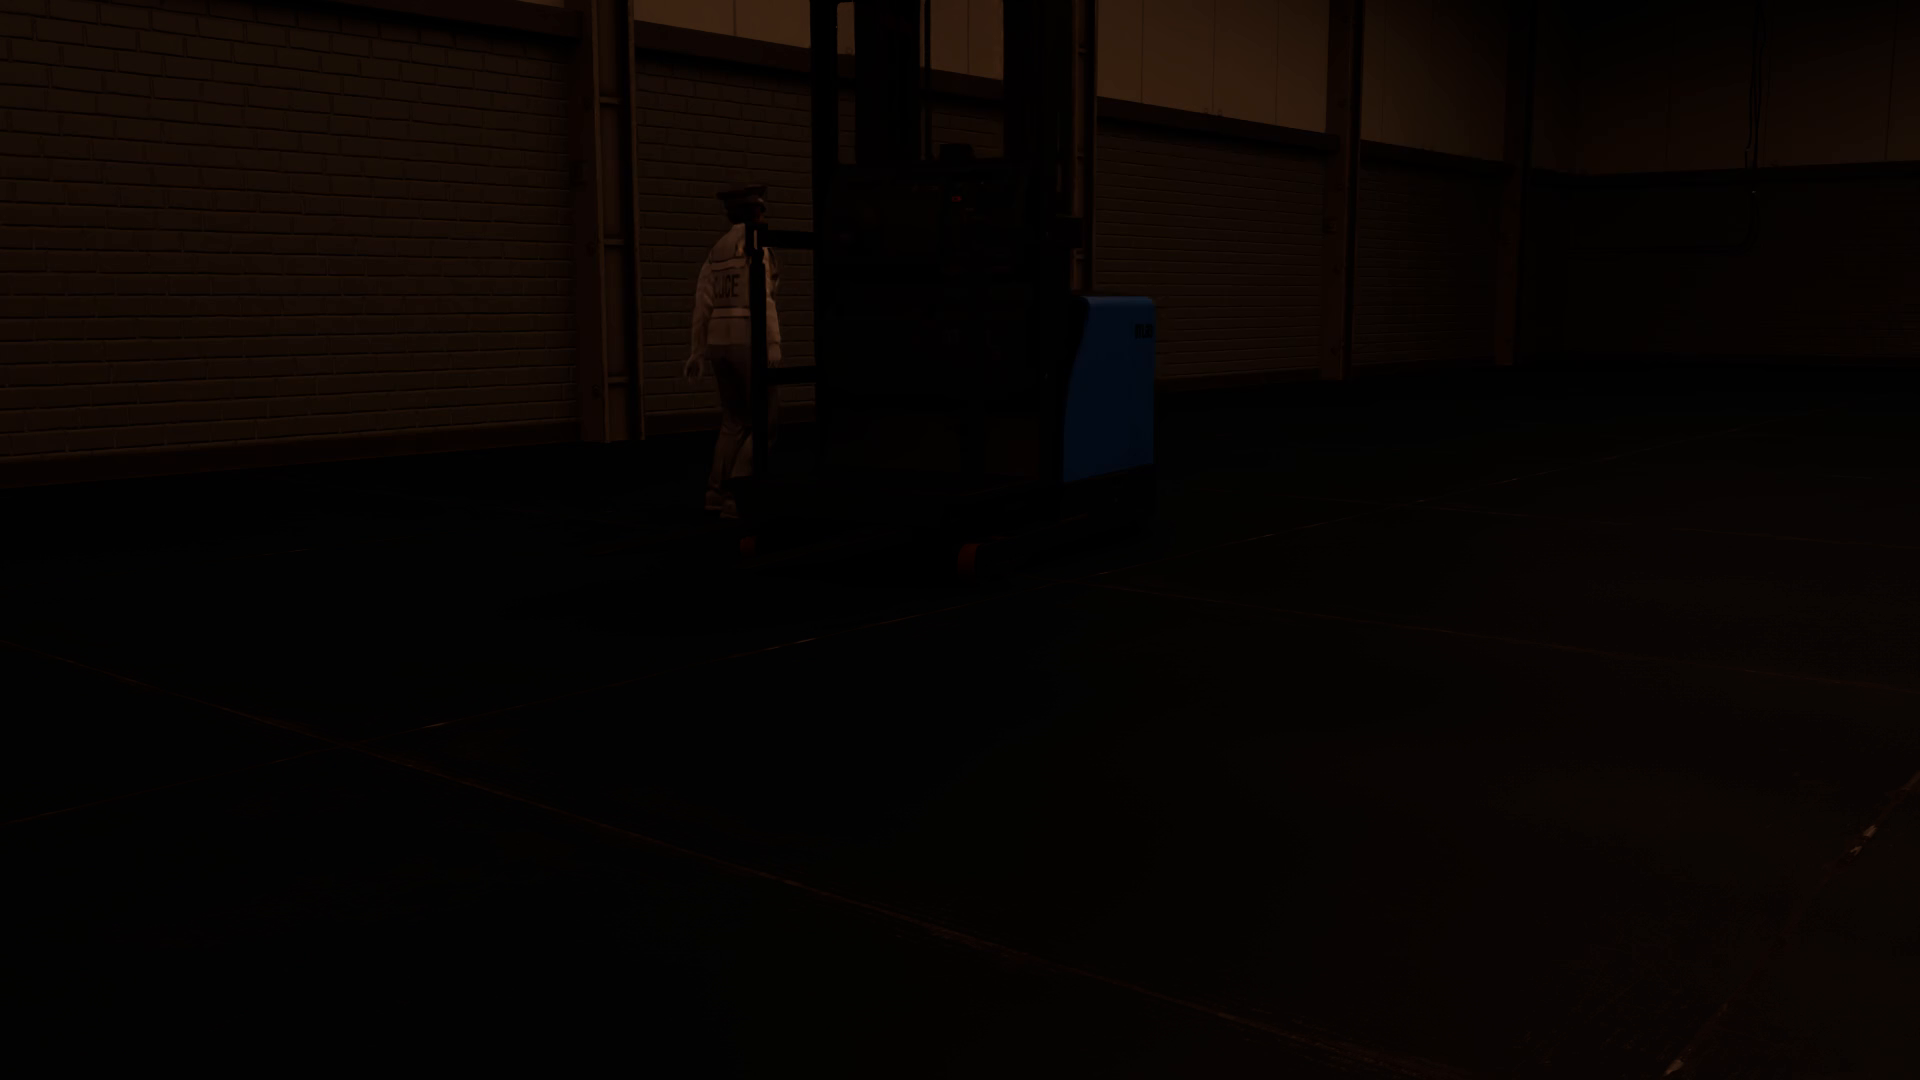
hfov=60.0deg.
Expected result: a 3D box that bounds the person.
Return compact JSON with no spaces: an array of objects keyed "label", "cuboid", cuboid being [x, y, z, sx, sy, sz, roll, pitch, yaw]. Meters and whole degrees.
[{"label":"person","cuboid":[-1.072,-0.902,8.087,0.417,1.642,0.796,-7,11,-39]}]

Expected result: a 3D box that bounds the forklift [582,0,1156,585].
[{"label":"forklift","cuboid":[-0.242,-1.354,6.534,1.130,2.935,3.031,5,9,29]}]
